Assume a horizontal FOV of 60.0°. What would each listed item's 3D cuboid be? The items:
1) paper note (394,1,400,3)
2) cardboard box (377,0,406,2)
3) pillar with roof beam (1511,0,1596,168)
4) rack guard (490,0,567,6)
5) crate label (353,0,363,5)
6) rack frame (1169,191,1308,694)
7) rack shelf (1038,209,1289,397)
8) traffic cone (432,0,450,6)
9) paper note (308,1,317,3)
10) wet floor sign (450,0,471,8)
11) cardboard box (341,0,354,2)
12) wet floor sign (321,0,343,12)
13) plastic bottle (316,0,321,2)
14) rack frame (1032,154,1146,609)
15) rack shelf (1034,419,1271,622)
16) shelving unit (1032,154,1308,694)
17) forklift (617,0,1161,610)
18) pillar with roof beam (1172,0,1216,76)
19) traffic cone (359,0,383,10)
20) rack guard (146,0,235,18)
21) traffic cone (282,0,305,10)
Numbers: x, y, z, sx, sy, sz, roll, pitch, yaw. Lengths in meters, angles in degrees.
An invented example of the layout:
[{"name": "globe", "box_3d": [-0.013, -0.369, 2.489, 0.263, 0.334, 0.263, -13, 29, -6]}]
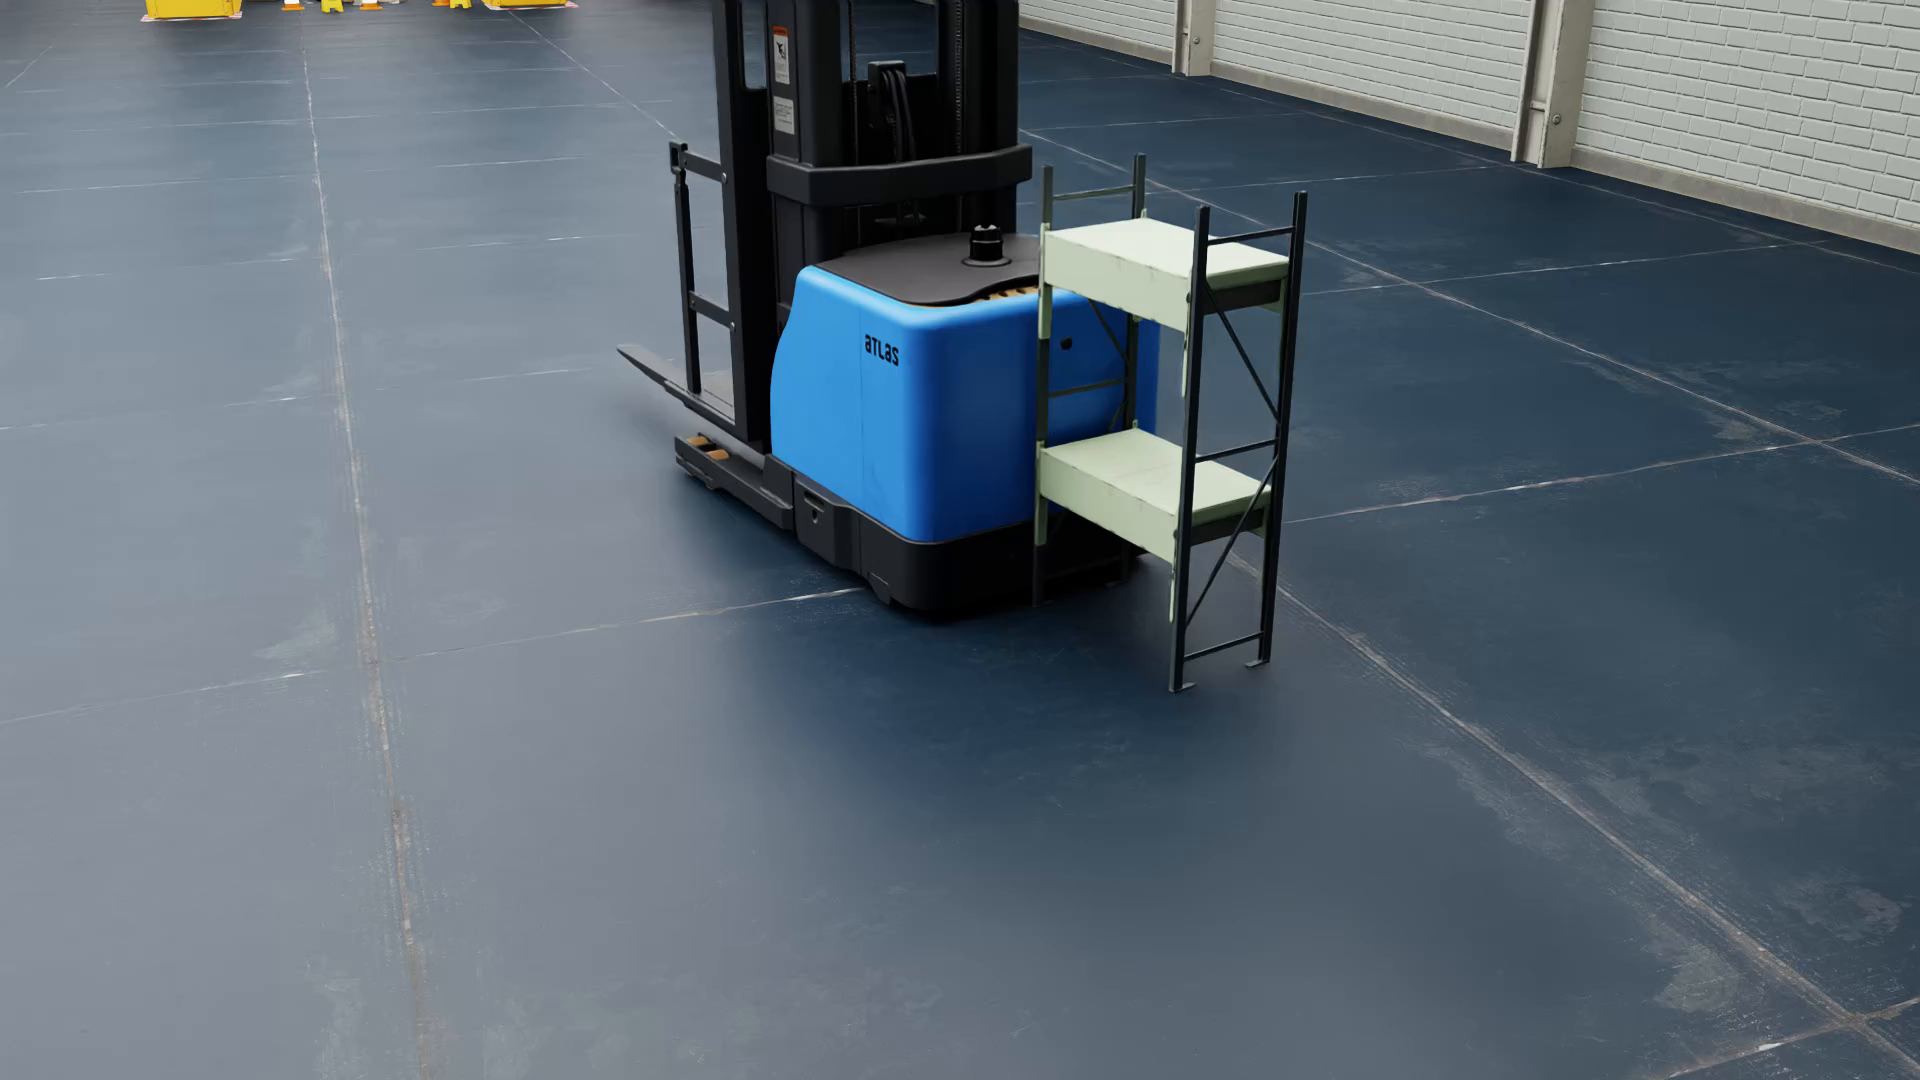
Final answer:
[{"name": "paper note", "box_3d": [-9.067, -8.632, 26.691, 0.148, 0.019, 0.142, -18, 29, -37]}, {"name": "cardboard box", "box_3d": [-9.224, -8.815, 26.973, 0.380, 0.149, 0.250, 4, 23, 9]}, {"name": "pillar with roof beam", "box_3d": [0.700, -6.622, 10.376, 9.100, 9.000, 0.400, -8, 24, -19]}, {"name": "rack guard", "box_3d": [-6.898, -8.806, 26.498, 1.175, 0.500, 0.348, -8, 24, -19]}, {"name": "crate label", "box_3d": [-9.484, -8.591, 26.457, 0.298, 0.136, 0.250, 18, 29, 36]}, {"name": "rack frame", "box_3d": [0.819, -0.262, 4.940, 0.400, 1.500, 0.023, -14, 27, -30]}, {"name": "rack shelf", "box_3d": [0.620, -0.741, 5.072, 0.431, 0.370, 0.720, -14, 27, -30]}, {"name": "traffic cone", "box_3d": [-8.230, -8.740, 26.391, 0.336, 0.463, 0.334, -8, 24, -19]}, {"name": "paper note", "box_3d": [-10.417, -8.633, 26.694, 0.144, 0.017, 0.142, 0, 23, -1]}, {"name": "wet floor sign", "box_3d": [-7.805, -8.629, 25.893, 0.267, 0.644, 0.232, 0, 23, -1]}, {"name": "cardboard box", "box_3d": [-9.860, -9.070, 27.122, 0.637, 0.503, 0.797, 12, 26, 27]}, {"name": "wet floor sign", "box_3d": [-9.604, -8.390, 25.326, 0.267, 0.644, 0.232, -13, 26, -28]}, {"name": "plastic bottle", "box_3d": [-10.373, -8.782, 27.007, 0.133, 0.061, 0.283, -18, 29, -37]}, {"name": "rack frame", "box_3d": [0.421, -0.500, 5.506, 0.400, 1.500, 0.023, -14, 27, -30]}, {"name": "rack shelf", "box_3d": [0.620, -0.081, 5.350, 0.431, 0.370, 0.720, -14, 27, -30]}, {"name": "shelving unit", "box_3d": [0.620, -0.381, 5.223, 0.431, 1.500, 0.755, -14, 27, -30]}, {"name": "forklift", "box_3d": [-0.519, -1.639, 6.365, 1.130, 2.935, 3.031, -14, 27, -30]}, {"name": "pillar with roof beam", "box_3d": [-1.420, -8.803, 15.549, 9.100, 9.000, 0.400, -8, 24, -19]}, {"name": "traffic cone", "box_3d": [-9.148, -8.464, 25.736, 0.336, 0.463, 0.334, -8, 24, -19]}, {"name": "rack guard", "box_3d": [-11.458, -8.053, 24.714, 1.175, 0.500, 0.348, -8, 24, -19]}, {"name": "traffic cone", "box_3d": [-10.326, -8.433, 25.662, 0.336, 0.463, 0.334, -8, 24, -19]}]
